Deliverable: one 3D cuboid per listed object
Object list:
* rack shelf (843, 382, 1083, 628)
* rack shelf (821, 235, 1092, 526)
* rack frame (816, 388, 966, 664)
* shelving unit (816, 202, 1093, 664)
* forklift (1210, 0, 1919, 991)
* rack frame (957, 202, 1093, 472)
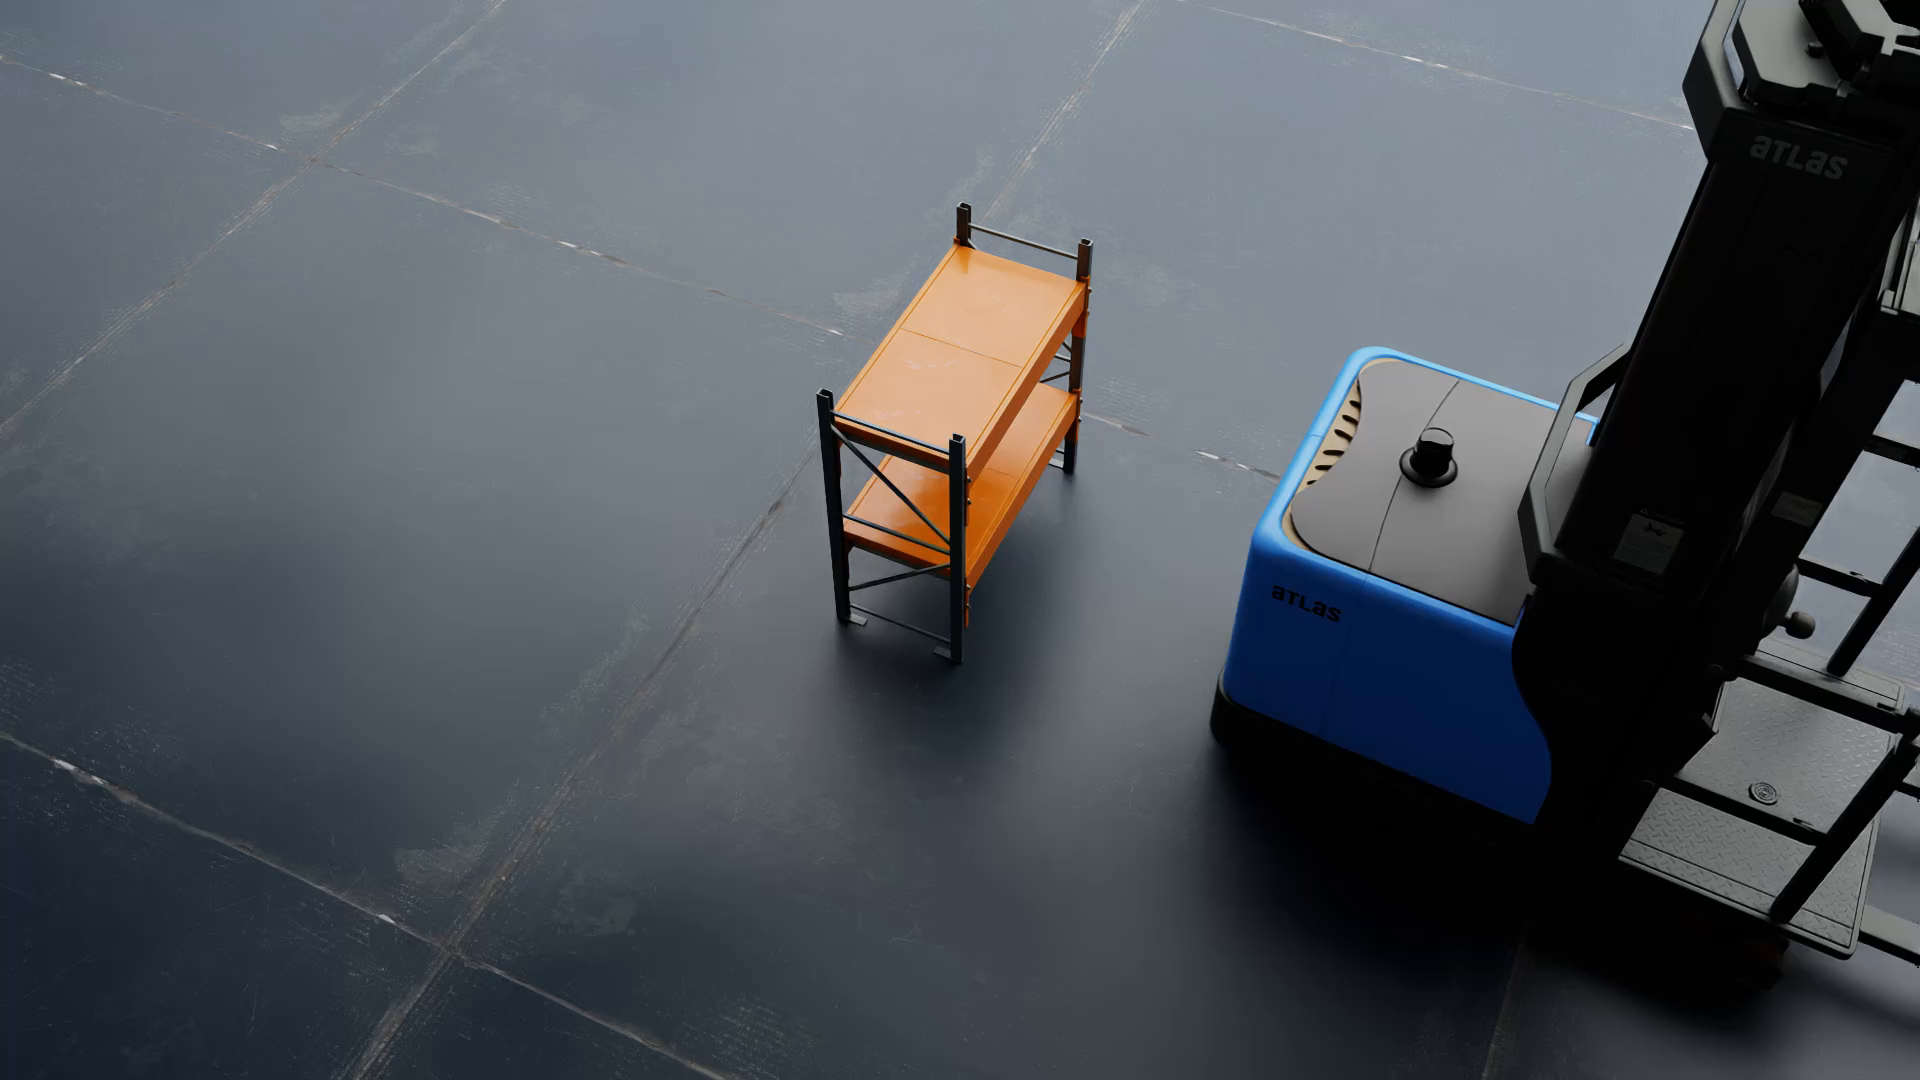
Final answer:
[{"bbox_3d":[0.003,-0.211,6.012,0.538,0.278,1.000,20,52,16],"label":"rack shelf"},{"bbox_3d":[0.003,-0.559,5.603,0.538,0.278,1.000,20,52,16],"label":"rack shelf"},{"bbox_3d":[-0.214,-0.019,5.528,0.500,1.125,0.032,20,52,16],"label":"rack frame"},{"bbox_3d":[0.003,-0.369,5.826,0.538,1.125,1.048,20,52,16],"label":"shelving unit"},{"bbox_3d":[2.392,-0.057,4.374,3.031,2.935,1.130,22,53,18],"label":"forklift"},{"bbox_3d":[0.220,-0.719,6.123,0.500,1.125,0.032,20,52,16],"label":"rack frame"}]
